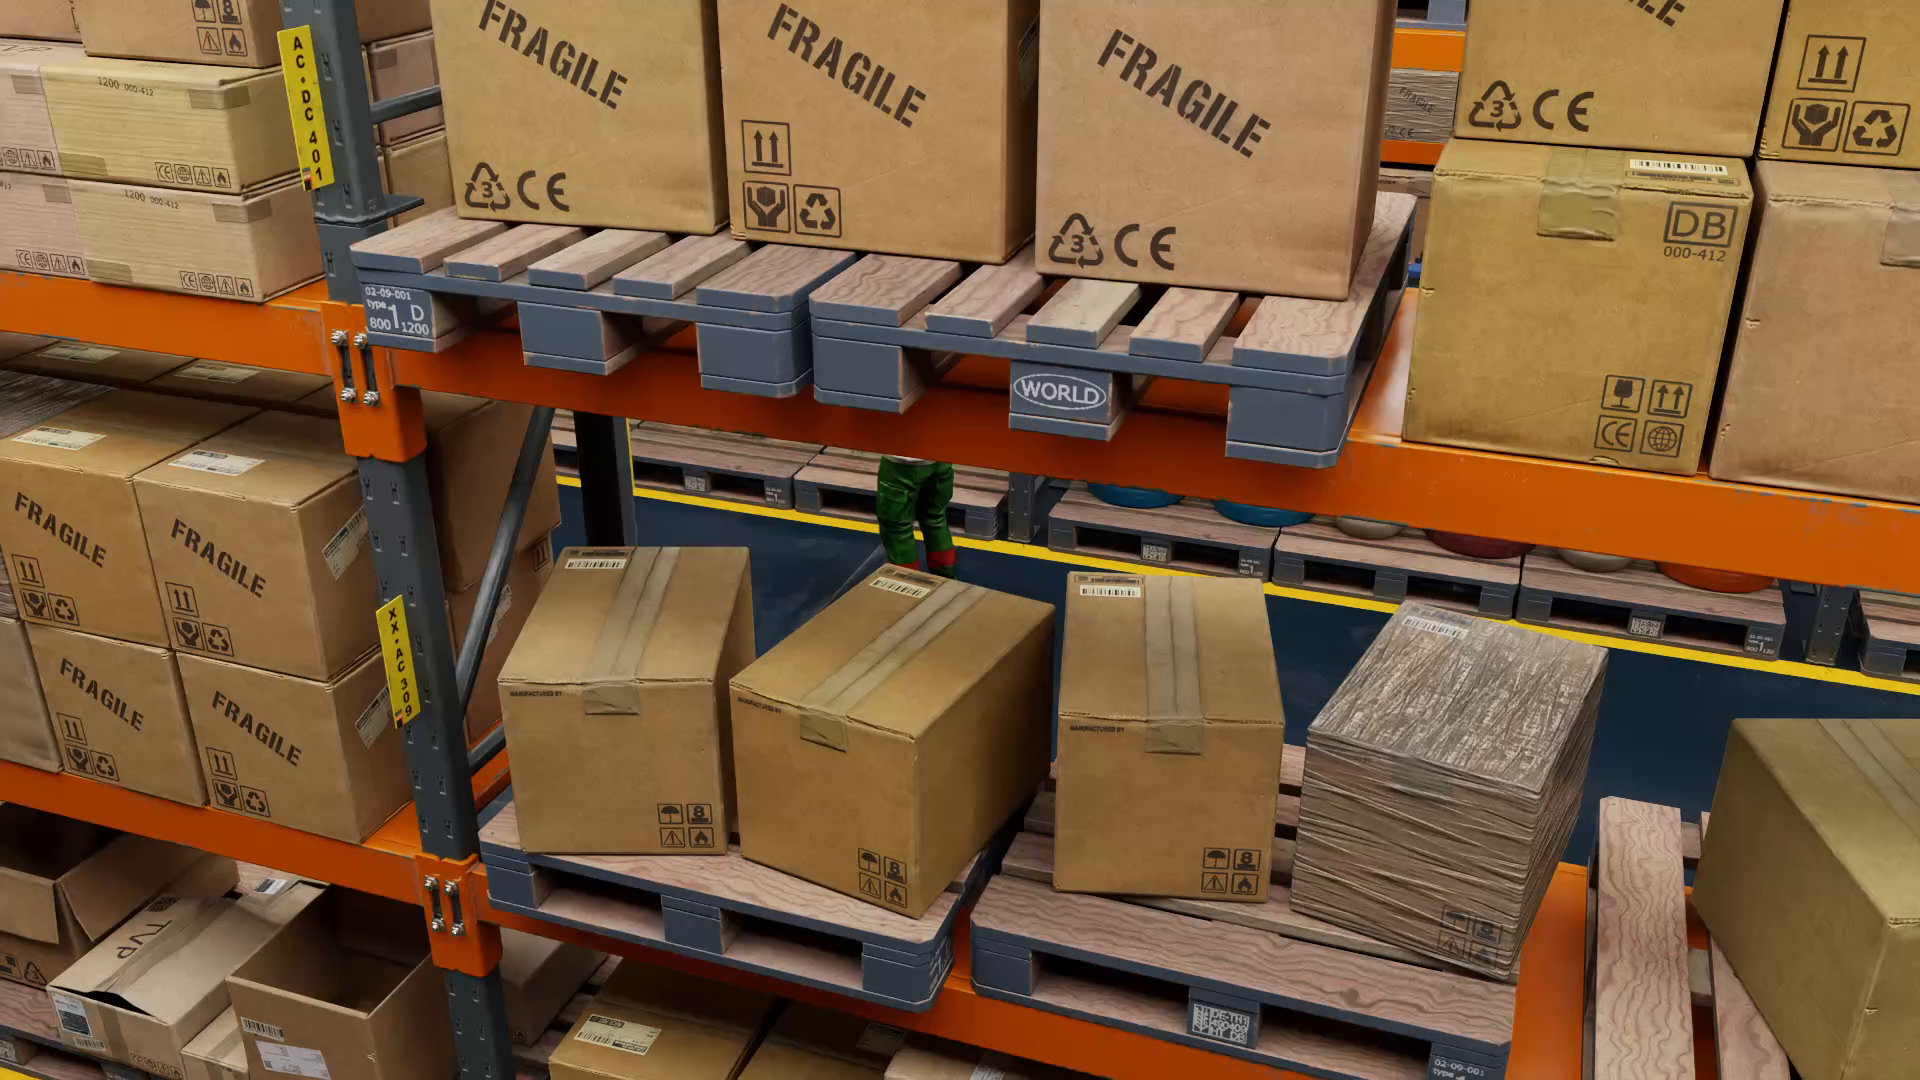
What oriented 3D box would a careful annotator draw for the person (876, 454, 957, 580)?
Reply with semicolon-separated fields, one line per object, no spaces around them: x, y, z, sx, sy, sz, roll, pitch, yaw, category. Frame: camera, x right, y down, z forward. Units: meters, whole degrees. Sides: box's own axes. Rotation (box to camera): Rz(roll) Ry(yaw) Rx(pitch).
-0.284;-0.449;8.026;0.550;1.786;0.495;22;33;39;person
